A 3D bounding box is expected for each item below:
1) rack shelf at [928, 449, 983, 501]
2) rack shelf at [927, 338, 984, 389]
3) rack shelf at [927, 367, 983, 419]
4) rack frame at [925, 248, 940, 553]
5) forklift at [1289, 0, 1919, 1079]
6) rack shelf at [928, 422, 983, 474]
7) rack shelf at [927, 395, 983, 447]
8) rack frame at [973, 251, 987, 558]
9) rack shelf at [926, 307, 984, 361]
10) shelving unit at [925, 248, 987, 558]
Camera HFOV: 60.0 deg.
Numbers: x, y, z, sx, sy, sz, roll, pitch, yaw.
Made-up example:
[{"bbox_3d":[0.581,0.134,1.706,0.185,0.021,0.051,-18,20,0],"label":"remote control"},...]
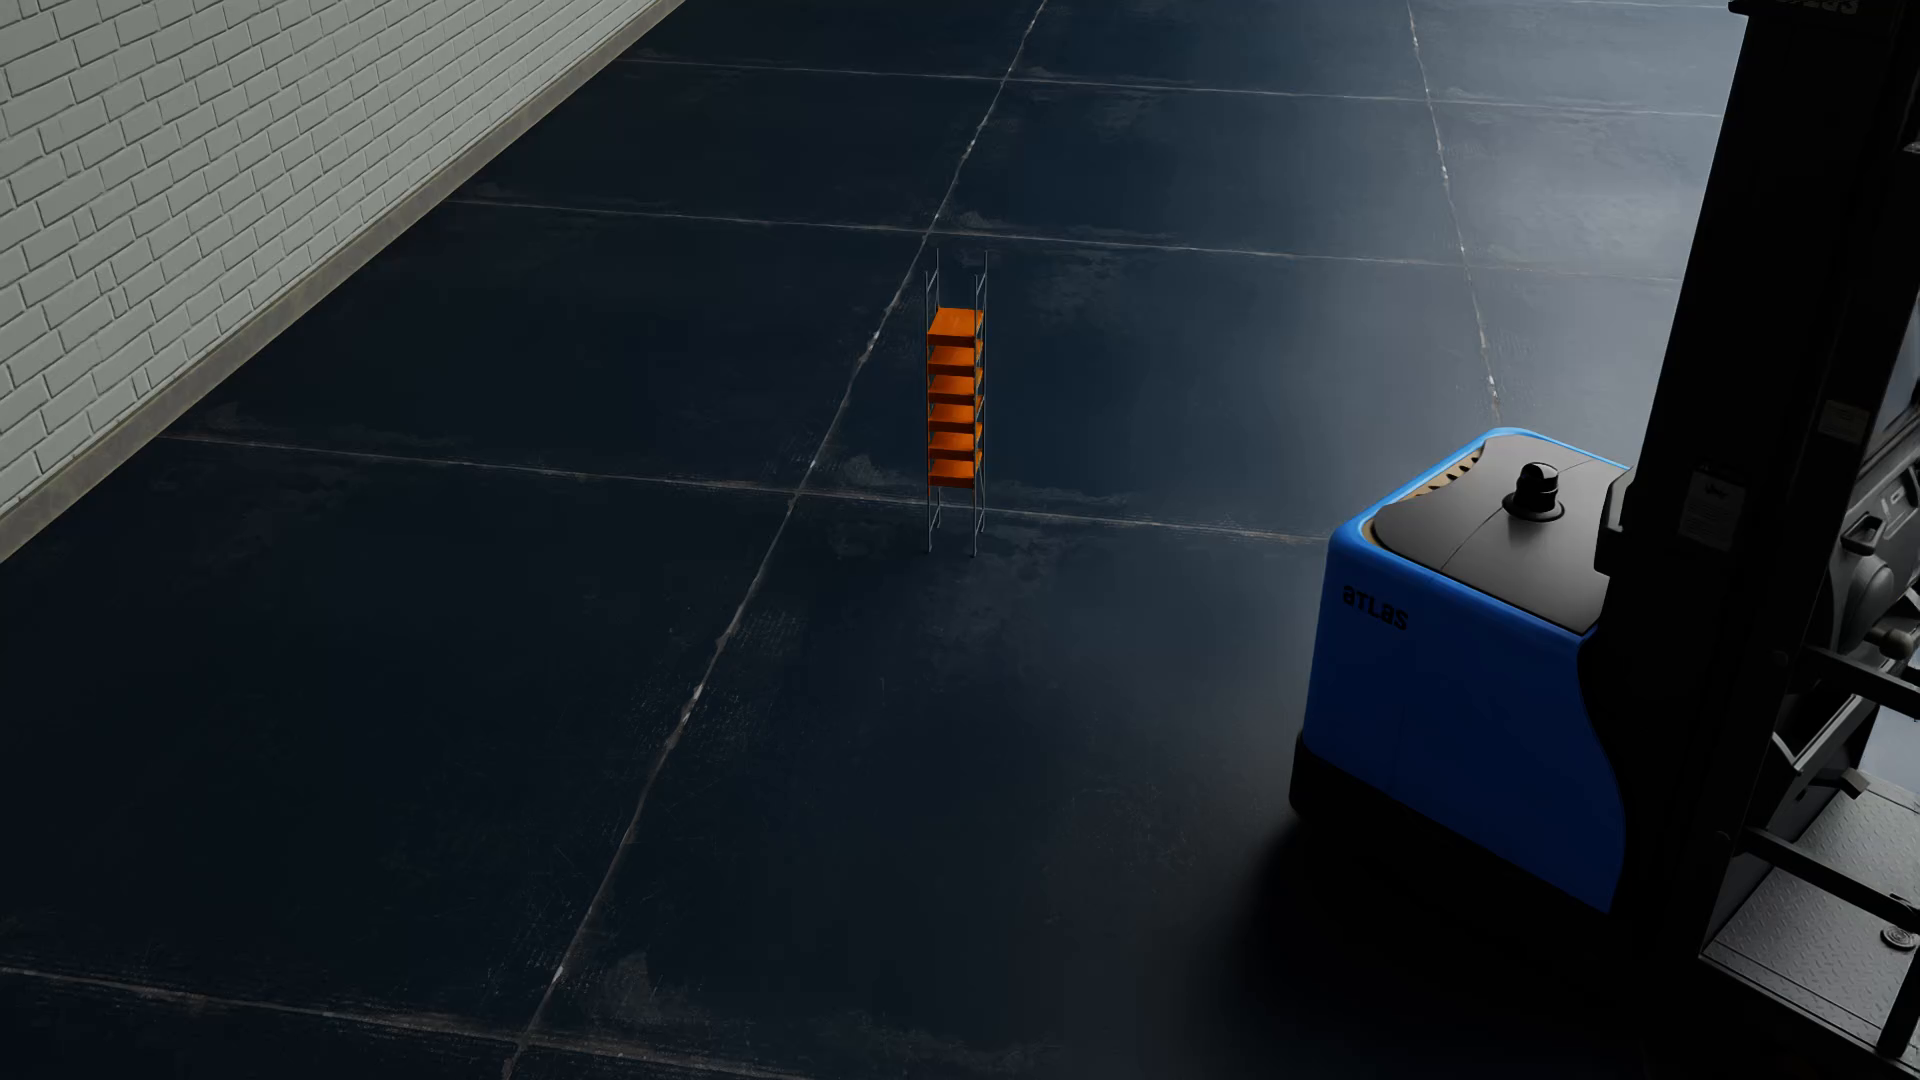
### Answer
[{"bbox_3d":[-0.014,-0.269,6.558,0.180,0.103,0.258,5,32,8],"label":"rack shelf"},{"bbox_3d":[-0.014,-0.676,6.303,0.180,0.103,0.258,5,32,8],"label":"rack shelf"},{"bbox_3d":[-0.014,-0.574,6.367,0.180,0.103,0.258,5,32,8],"label":"rack shelf"},{"bbox_3d":[-0.104,-0.518,6.420,0.006,1.200,0.240,5,32,8],"label":"rack frame"},{"bbox_3d":[2.438,0.019,3.930,1.130,2.935,3.031,-28,41,-37],"label":"forklift"},{"bbox_3d":[-0.014,-0.370,6.494,0.180,0.103,0.258,5,32,8],"label":"rack shelf"},{"bbox_3d":[-0.014,-0.472,6.430,0.180,0.103,0.258,5,32,8],"label":"rack shelf"},{"bbox_3d":[0.076,-0.502,6.394,0.006,1.200,0.240,5,32,8],"label":"rack frame"},{"bbox_3d":[-0.014,-0.777,6.239,0.180,0.103,0.258,5,32,8],"label":"rack shelf"},{"bbox_3d":[-0.014,-0.510,6.407,0.189,1.200,0.258,5,32,8],"label":"shelving unit"}]
